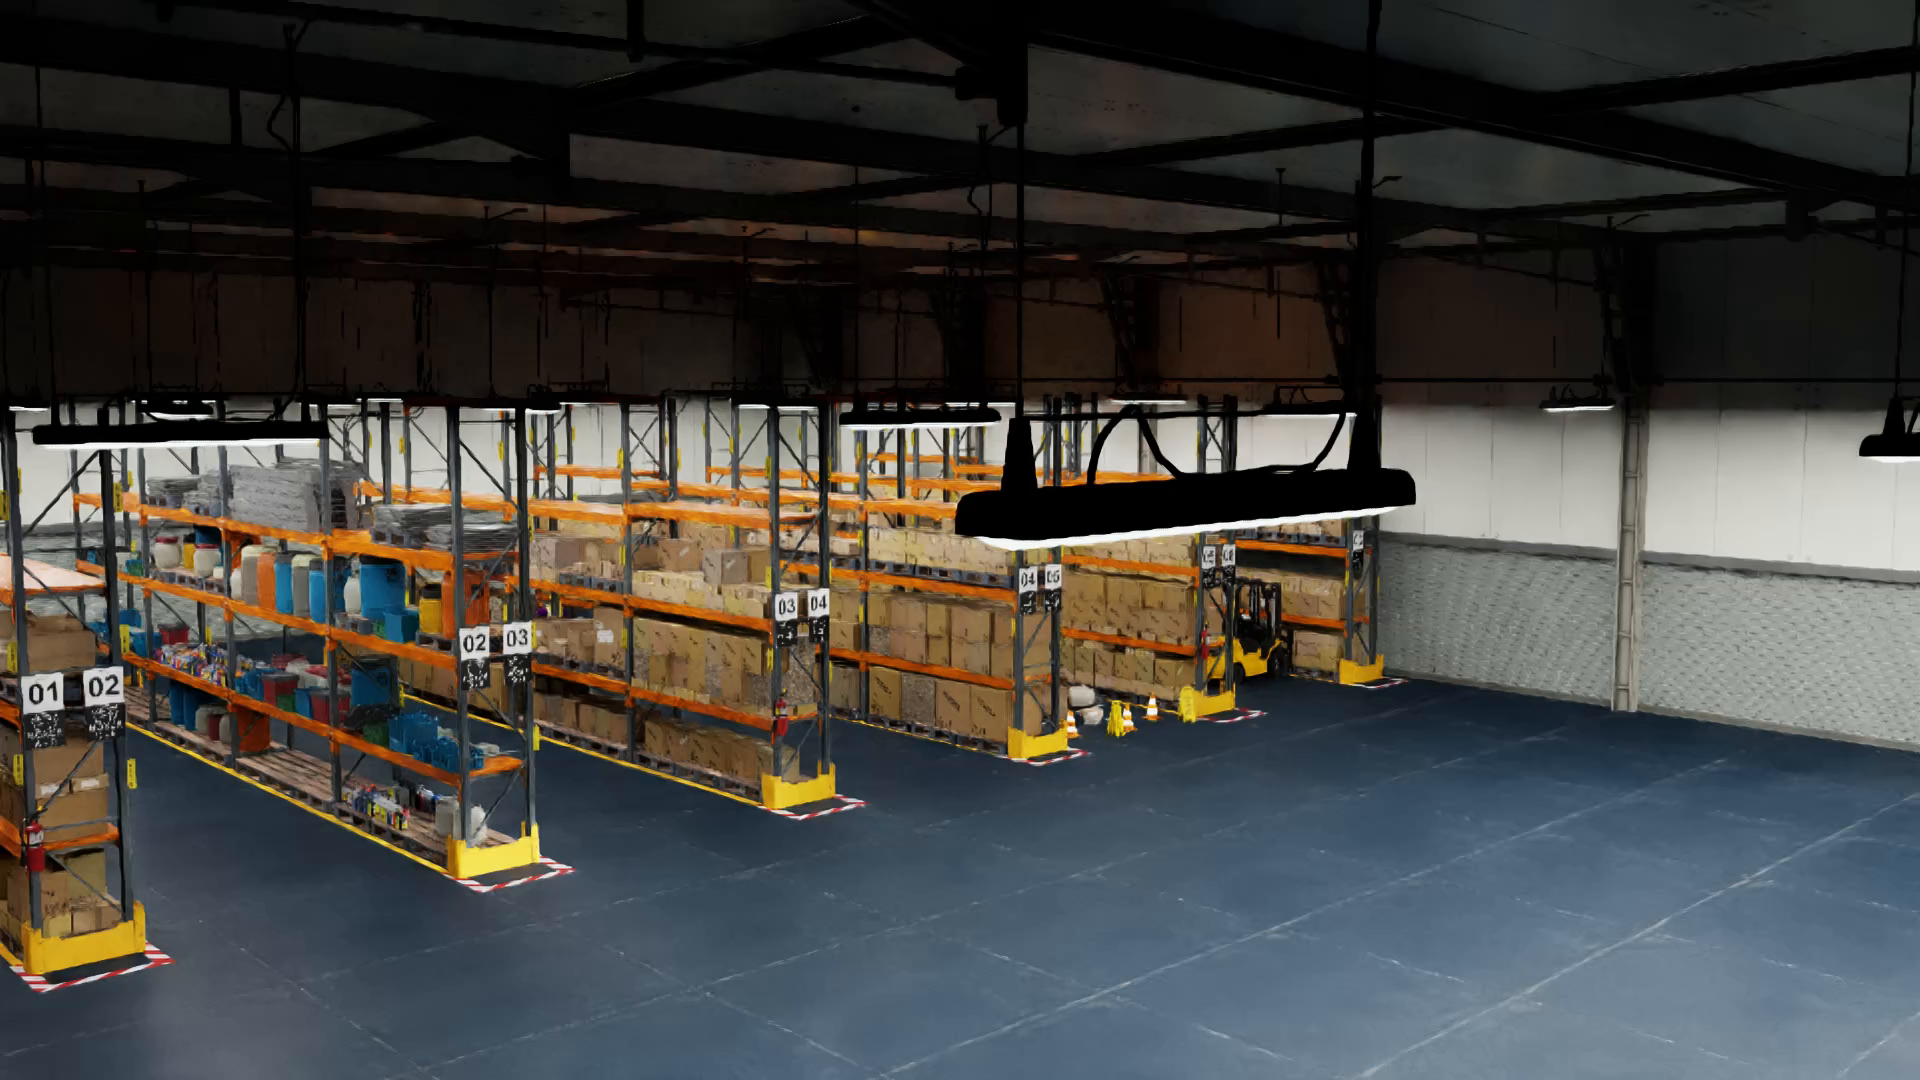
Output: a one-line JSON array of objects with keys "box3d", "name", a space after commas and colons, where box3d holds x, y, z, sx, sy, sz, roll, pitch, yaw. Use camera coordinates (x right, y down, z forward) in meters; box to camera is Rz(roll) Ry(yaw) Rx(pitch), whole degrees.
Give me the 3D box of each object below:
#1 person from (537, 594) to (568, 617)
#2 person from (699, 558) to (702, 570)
[{"box3d": [-8.904, 1.973, 36.326, 0.882, 1.686, 0.734, 5, 8, 43], "name": "person"}, {"box3d": [-6.989, 1.075, 45.926, 0.481, 1.650, 0.678, 1, 6, 11], "name": "person"}]
